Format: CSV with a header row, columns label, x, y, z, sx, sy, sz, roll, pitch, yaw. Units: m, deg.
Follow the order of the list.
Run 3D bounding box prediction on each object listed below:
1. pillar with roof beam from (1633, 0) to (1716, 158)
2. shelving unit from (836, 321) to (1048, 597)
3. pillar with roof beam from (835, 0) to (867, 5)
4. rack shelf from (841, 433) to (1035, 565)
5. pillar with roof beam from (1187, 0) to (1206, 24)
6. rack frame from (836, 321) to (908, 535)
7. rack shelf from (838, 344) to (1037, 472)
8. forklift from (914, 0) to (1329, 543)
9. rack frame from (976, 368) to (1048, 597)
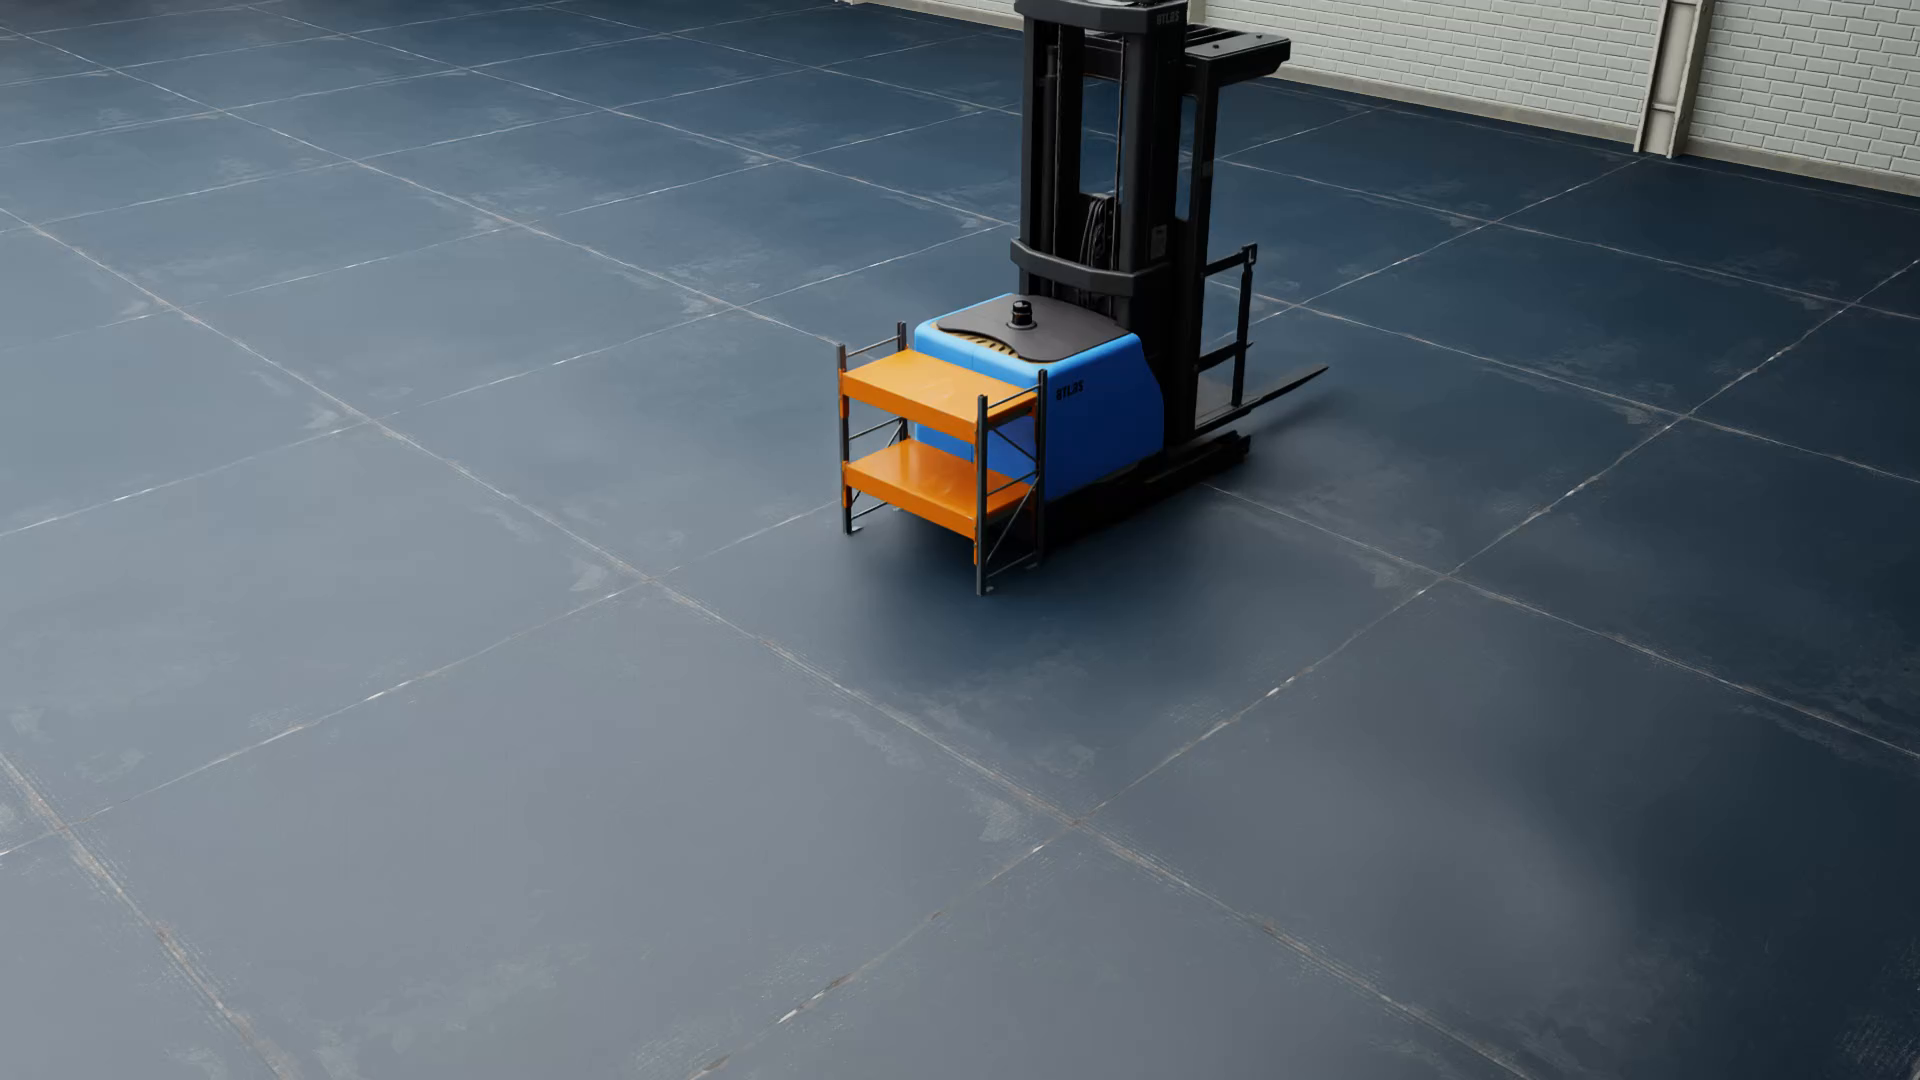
label,x,y,z,sx,sy,sz,roll,pitch,yaw
pillar with roof beam,3.970,-6.434,11.817,0.400,9.000,9.100,25,36,38
shelving unit,-0.105,-0.453,8.902,1.048,1.125,0.538,23,36,37
pillar with roof beam,-4.587,-10.349,19.263,0.400,9.000,9.100,25,36,38
rack shelf,-0.105,-0.236,9.016,1.000,0.278,0.538,23,36,37
pillar with roof beam,-0.309,-8.392,15.540,0.400,9.000,9.100,25,36,38
rack frame,-0.476,-0.614,9.210,0.032,1.125,0.500,23,36,37
rack shelf,-0.105,-0.712,8.766,1.000,0.278,0.538,23,36,37
forklift,1.129,-1.866,9.650,3.031,2.935,1.130,-25,37,-39
rack frame,0.267,-0.291,8.595,0.032,1.125,0.500,23,36,37
